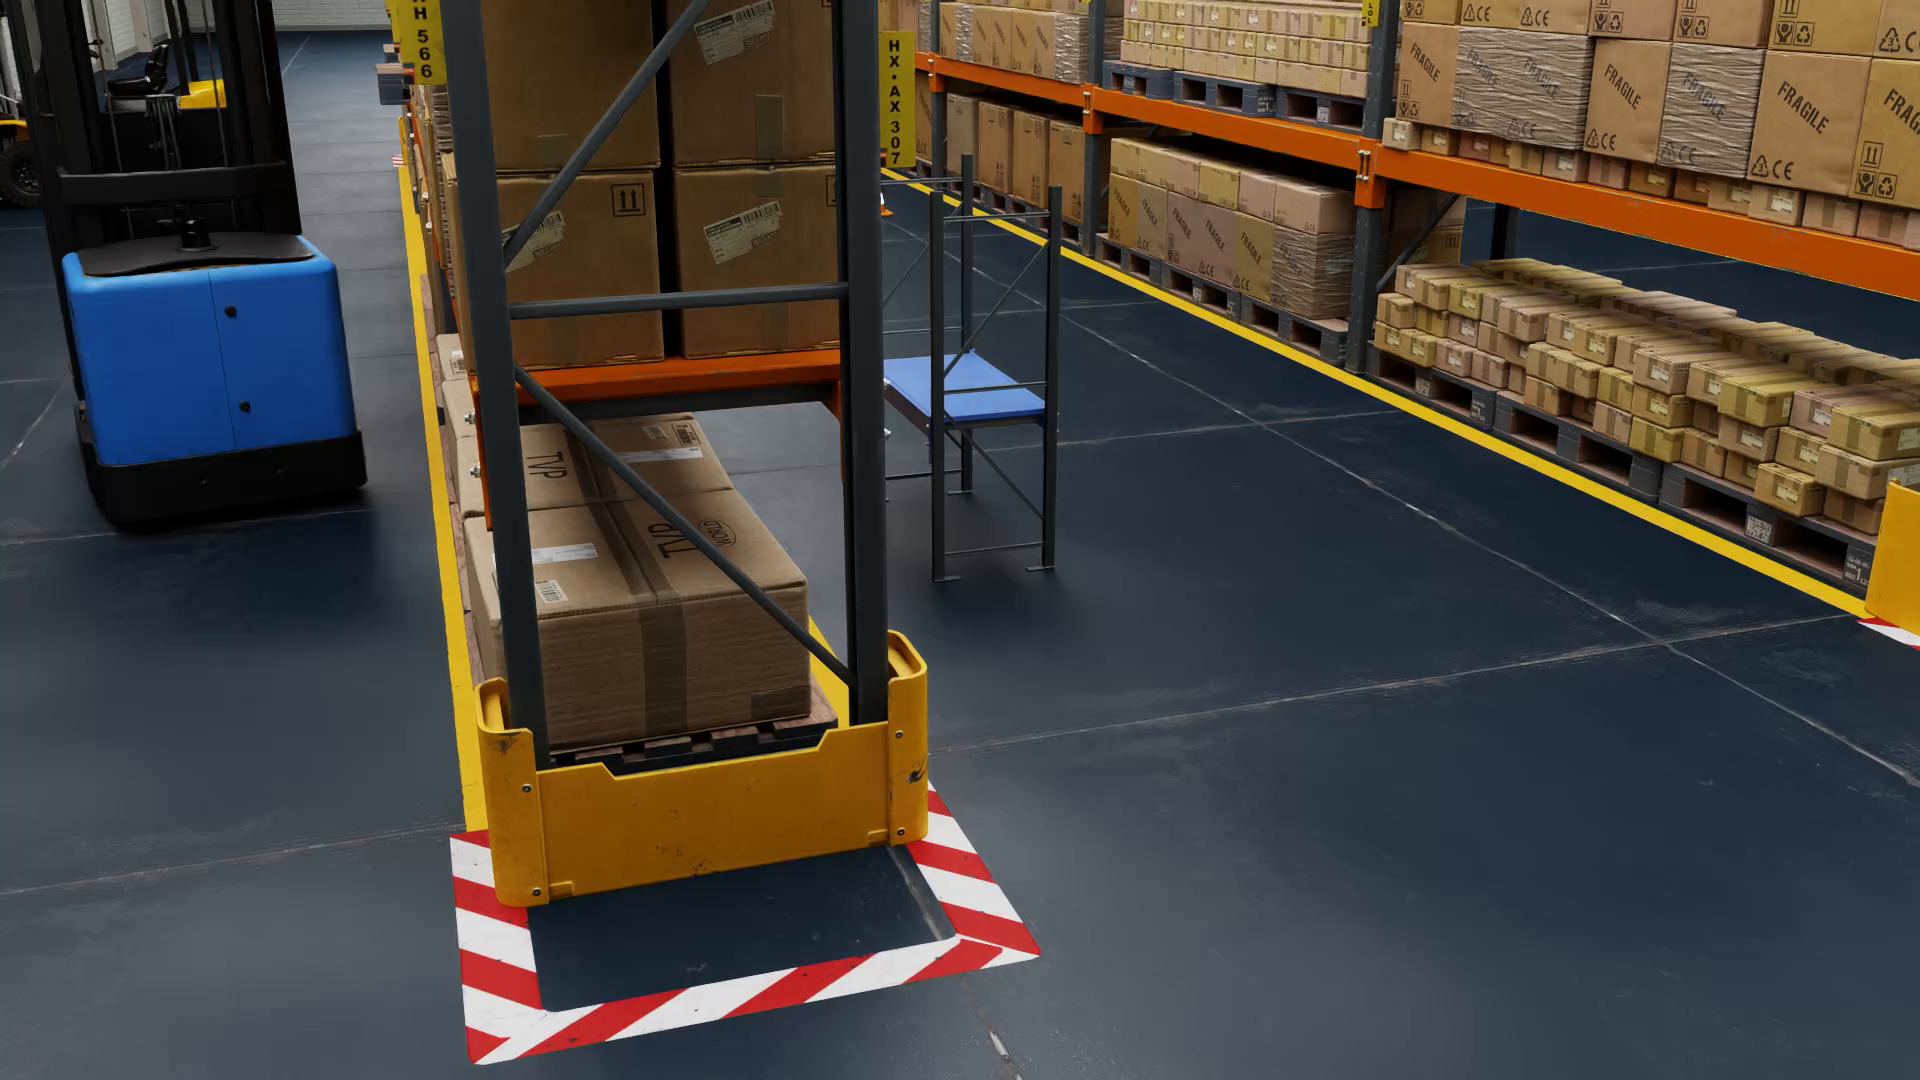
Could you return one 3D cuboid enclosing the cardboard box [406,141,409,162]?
[{"bbox_3d":[-5.389,-3.995,17.047,0.500,0.250,0.500,-5,20,-14],"label":"cardboard box"}]

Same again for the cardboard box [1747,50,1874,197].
[{"bbox_3d":[3.437,-1.611,6.378,0.500,0.500,0.500,-7,21,-18],"label":"cardboard box"}]

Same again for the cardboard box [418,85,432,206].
[{"bbox_3d":[-2.046,-1.736,7.163,0.500,0.500,0.500,-6,21,-15],"label":"cardboard box"}]

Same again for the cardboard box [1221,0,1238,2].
[{"bbox_3d":[2.131,-3.879,12.149,0.380,0.149,0.250,-7,21,-18],"label":"cardboard box"}]

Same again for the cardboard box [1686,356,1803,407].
[{"bbox_3d":[3.325,-0.667,7.052,0.380,0.149,0.250,-7,21,-19],"label":"cardboard box"}]

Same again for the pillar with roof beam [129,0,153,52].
[{"bbox_3d":[-14.521,-15.853,37.740,9.100,9.000,0.400,-6,21,-17],"label":"pillar with roof beam"}]

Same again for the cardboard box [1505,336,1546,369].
[{"bbox_3d":[2.954,-0.947,8.272,0.380,0.149,0.250,-5,20,-15],"label":"cardboard box"}]

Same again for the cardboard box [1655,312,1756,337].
[{"bbox_3d":[3.535,-0.973,7.903,0.380,0.149,0.250,-6,21,-17],"label":"cardboard box"}]

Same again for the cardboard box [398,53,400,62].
[{"bbox_3d":[-3.975,-3.633,12.344,0.380,0.149,0.250,-6,21,-16],"label":"cardboard box"}]

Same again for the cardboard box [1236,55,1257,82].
[{"bbox_3d":[1.997,-3.029,10.662,0.380,0.149,0.250,-5,20,-15],"label":"cardboard box"}]

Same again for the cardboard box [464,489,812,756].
[{"bbox_3d":[-0.990,0.224,5.025,0.875,0.438,0.875,-7,21,-19],"label":"cardboard box"}]

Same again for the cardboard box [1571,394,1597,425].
[{"bbox_3d":[3.133,-0.642,7.863,0.380,0.149,0.250,-6,21,-16],"label":"cardboard box"}]

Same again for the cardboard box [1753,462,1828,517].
[{"bbox_3d":[3.439,-0.216,6.677,0.380,0.149,0.250,-6,21,-16],"label":"cardboard box"}]

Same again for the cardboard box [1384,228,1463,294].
[{"bbox_3d":[2.742,-1.712,10.322,0.500,0.500,0.500,-6,20,-15],"label":"cardboard box"}]

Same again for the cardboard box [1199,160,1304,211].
[{"bbox_3d":[1.920,-2.346,10.978,0.500,0.250,0.500,-7,21,-20],"label":"cardboard box"}]

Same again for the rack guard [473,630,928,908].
[{"bbox_3d":[-0.680,0.601,4.504,1.175,0.500,0.348,-6,21,-17],"label":"rack guard"}]

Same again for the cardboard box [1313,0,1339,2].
[{"bbox_3d":[4.489,-6.139,18.983,0.875,0.500,0.500,-6,21,-17],"label":"cardboard box"}]

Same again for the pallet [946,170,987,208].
[{"bbox_3d":[0.522,-3.441,16.183,1.003,0.211,1.213,-6,21,-17],"label":"pallet"}]

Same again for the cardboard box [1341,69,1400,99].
[{"bbox_3d":[2.410,-2.611,9.499,0.380,0.149,0.250,-7,21,-18],"label":"cardboard box"}]

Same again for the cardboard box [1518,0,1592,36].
[{"bbox_3d":[2.939,-2.583,7.602,0.500,0.500,0.500,-6,21,-16],"label":"cardboard box"}]

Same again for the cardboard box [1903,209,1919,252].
[{"bbox_3d":[3.609,-1.098,5.908,0.380,0.149,0.250,-6,21,-17],"label":"cardboard box"}]

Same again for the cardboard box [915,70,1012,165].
[{"bbox_3d":[0.077,-4.400,17.250,0.875,0.875,0.875,-6,21,-16],"label":"cardboard box"}]

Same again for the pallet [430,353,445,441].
[{"bbox_3d":[-2.259,-0.794,8.815,1.003,0.211,1.213,-6,21,-17],"label":"pallet"}]

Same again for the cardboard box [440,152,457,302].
[{"bbox_3d":[-1.234,-0.920,4.892,0.500,0.500,0.500,-7,21,-18],"label":"cardboard box"}]

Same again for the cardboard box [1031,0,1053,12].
[{"bbox_3d":[1.010,-4.698,13.933,0.700,0.500,0.500,-7,21,-18],"label":"cardboard box"}]

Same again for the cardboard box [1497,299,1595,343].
[{"bbox_3d":[2.897,-1.086,8.220,0.380,0.149,0.250,-6,21,-16],"label":"cardboard box"}]

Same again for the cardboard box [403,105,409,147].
[{"bbox_3d":[-5.223,-4.179,16.450,0.500,0.500,0.500,-5,20,-14],"label":"cardboard box"}]

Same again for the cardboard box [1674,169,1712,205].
[{"bbox_3d":[3.288,-1.521,7.085,0.380,0.149,0.250,-7,21,-19],"label":"cardboard box"}]

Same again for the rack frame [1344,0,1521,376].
[{"bbox_3d":[2.722,-2.425,9.232,1.000,3.000,0.127,-6,21,-17],"label":"rack frame"}]

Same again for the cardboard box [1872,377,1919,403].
[{"bbox_3d":[3.937,-0.558,6.747,0.380,0.149,0.250,-6,21,-16],"label":"cardboard box"}]

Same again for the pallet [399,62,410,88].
[{"bbox_3d":[-3.863,-3.691,13.040,1.003,0.211,1.213,-6,21,-17],"label":"pallet"}]

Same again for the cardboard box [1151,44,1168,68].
[{"bbox_3d":[1.584,-3.451,11.837,0.380,0.149,0.250,-5,20,-14],"label":"cardboard box"}]

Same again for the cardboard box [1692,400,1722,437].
[{"bbox_3d":[3.391,-0.540,7.140,0.380,0.149,0.250,-7,21,-18],"label":"cardboard box"}]

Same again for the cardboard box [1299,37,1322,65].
[{"bbox_3d":[2.251,-2.916,9.907,0.380,0.149,0.250,-5,20,-15],"label":"cardboard box"}]

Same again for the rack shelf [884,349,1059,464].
[{"bbox_3d":[-0.027,-0.564,6.800,0.538,0.185,1.000,-6,21,-17],"label":"rack shelf"}]

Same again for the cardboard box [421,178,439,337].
[{"bbox_3d":[-2.507,-1.544,9.300,0.875,0.875,0.875,-6,21,-16],"label":"cardboard box"}]

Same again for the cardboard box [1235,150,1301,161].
[{"bbox_3d":[2.243,-2.566,11.590,0.500,0.250,0.500,-6,21,-16],"label":"cardboard box"}]

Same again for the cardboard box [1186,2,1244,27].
[{"bbox_3d":[1.756,-3.563,11.268,0.380,0.149,0.250,-5,20,-15],"label":"cardboard box"}]

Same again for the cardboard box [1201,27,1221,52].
[{"bbox_3d":[1.833,-3.339,11.085,0.380,0.149,0.250,-7,21,-18],"label":"cardboard box"}]

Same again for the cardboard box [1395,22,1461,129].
[{"bbox_3d":[2.639,-2.427,8.647,0.500,0.500,0.500,-7,21,-18],"label":"cardboard box"}]

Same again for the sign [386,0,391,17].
[{"bbox_3d":[-3.715,-3.598,10.899,0.100,0.325,0.005,-6,21,-17],"label":"sign"}]

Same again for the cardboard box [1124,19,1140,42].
[{"bbox_3d":[1.426,-3.752,12.235,0.380,0.149,0.250,-5,20,-15],"label":"cardboard box"}]

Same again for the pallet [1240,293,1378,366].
[{"bbox_3d":[2.476,-1.363,10.398,1.003,0.211,1.213,-6,21,-17],"label":"pallet"}]

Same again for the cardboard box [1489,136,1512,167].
[{"bbox_3d":[2.866,-1.939,8.248,0.380,0.149,0.250,-7,21,-20],"label":"cardboard box"}]

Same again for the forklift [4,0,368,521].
[{"bbox_3d":[-3.804,-1.908,7.893,1.130,2.935,3.031,-11,22,-27],"label":"forklift"}]

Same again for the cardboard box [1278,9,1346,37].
[{"bbox_3d":[2.163,-3.146,10.109,0.380,0.149,0.250,-6,21,-17],"label":"cardboard box"}]

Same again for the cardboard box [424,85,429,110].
[{"bbox_3d":[-1.566,-1.716,5.629,0.500,0.500,0.500,-7,21,-18],"label":"cardboard box"}]

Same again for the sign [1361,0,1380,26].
[{"bbox_3d":[2.197,-2.910,8.868,0.100,0.325,0.005,-6,21,-17],"label":"sign"}]

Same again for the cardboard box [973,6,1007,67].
[{"bbox_3d":[0.432,-4.520,14.914,0.500,0.500,0.500,-6,21,-17],"label":"cardboard box"}]

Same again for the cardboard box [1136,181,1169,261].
[{"bbox_3d":[1.607,-2.315,12.001,0.500,0.500,0.500,-6,21,-17],"label":"cardboard box"}]

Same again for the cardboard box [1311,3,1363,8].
[{"bbox_3d":[2.540,-3.461,10.985,0.380,0.149,0.250,-6,21,-16],"label":"cardboard box"}]

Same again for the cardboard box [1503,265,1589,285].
[{"bbox_3d":[3.199,-1.397,9.084,0.380,0.149,0.250,-6,21,-17],"label":"cardboard box"}]

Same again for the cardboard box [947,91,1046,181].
[{"bbox_3d":[0.488,-3.942,16.160,1.050,0.750,0.750,-6,21,-17],"label":"cardboard box"}]

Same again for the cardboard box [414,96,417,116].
[{"bbox_3d":[-3.109,-2.733,10.311,0.500,0.250,0.500,-7,21,-19],"label":"cardboard box"}]

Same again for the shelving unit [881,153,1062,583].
[{"bbox_3d":[-0.027,-0.733,6.739,0.538,1.500,1.048,-6,21,-17],"label":"shelving unit"}]

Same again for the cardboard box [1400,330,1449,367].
[{"bbox_3d":[2.615,-1.045,8.984,0.380,0.149,0.250,-6,21,-16],"label":"cardboard box"}]

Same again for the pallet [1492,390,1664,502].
[{"bbox_3d":[3.354,-0.509,8.021,1.003,0.211,1.213,-6,21,-17],"label":"pallet"}]

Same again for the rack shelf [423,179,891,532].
[{"bbox_3d":[-1.316,-0.887,6.012,1.077,0.370,4.000,-6,21,-17],"label":"rack shelf"}]
